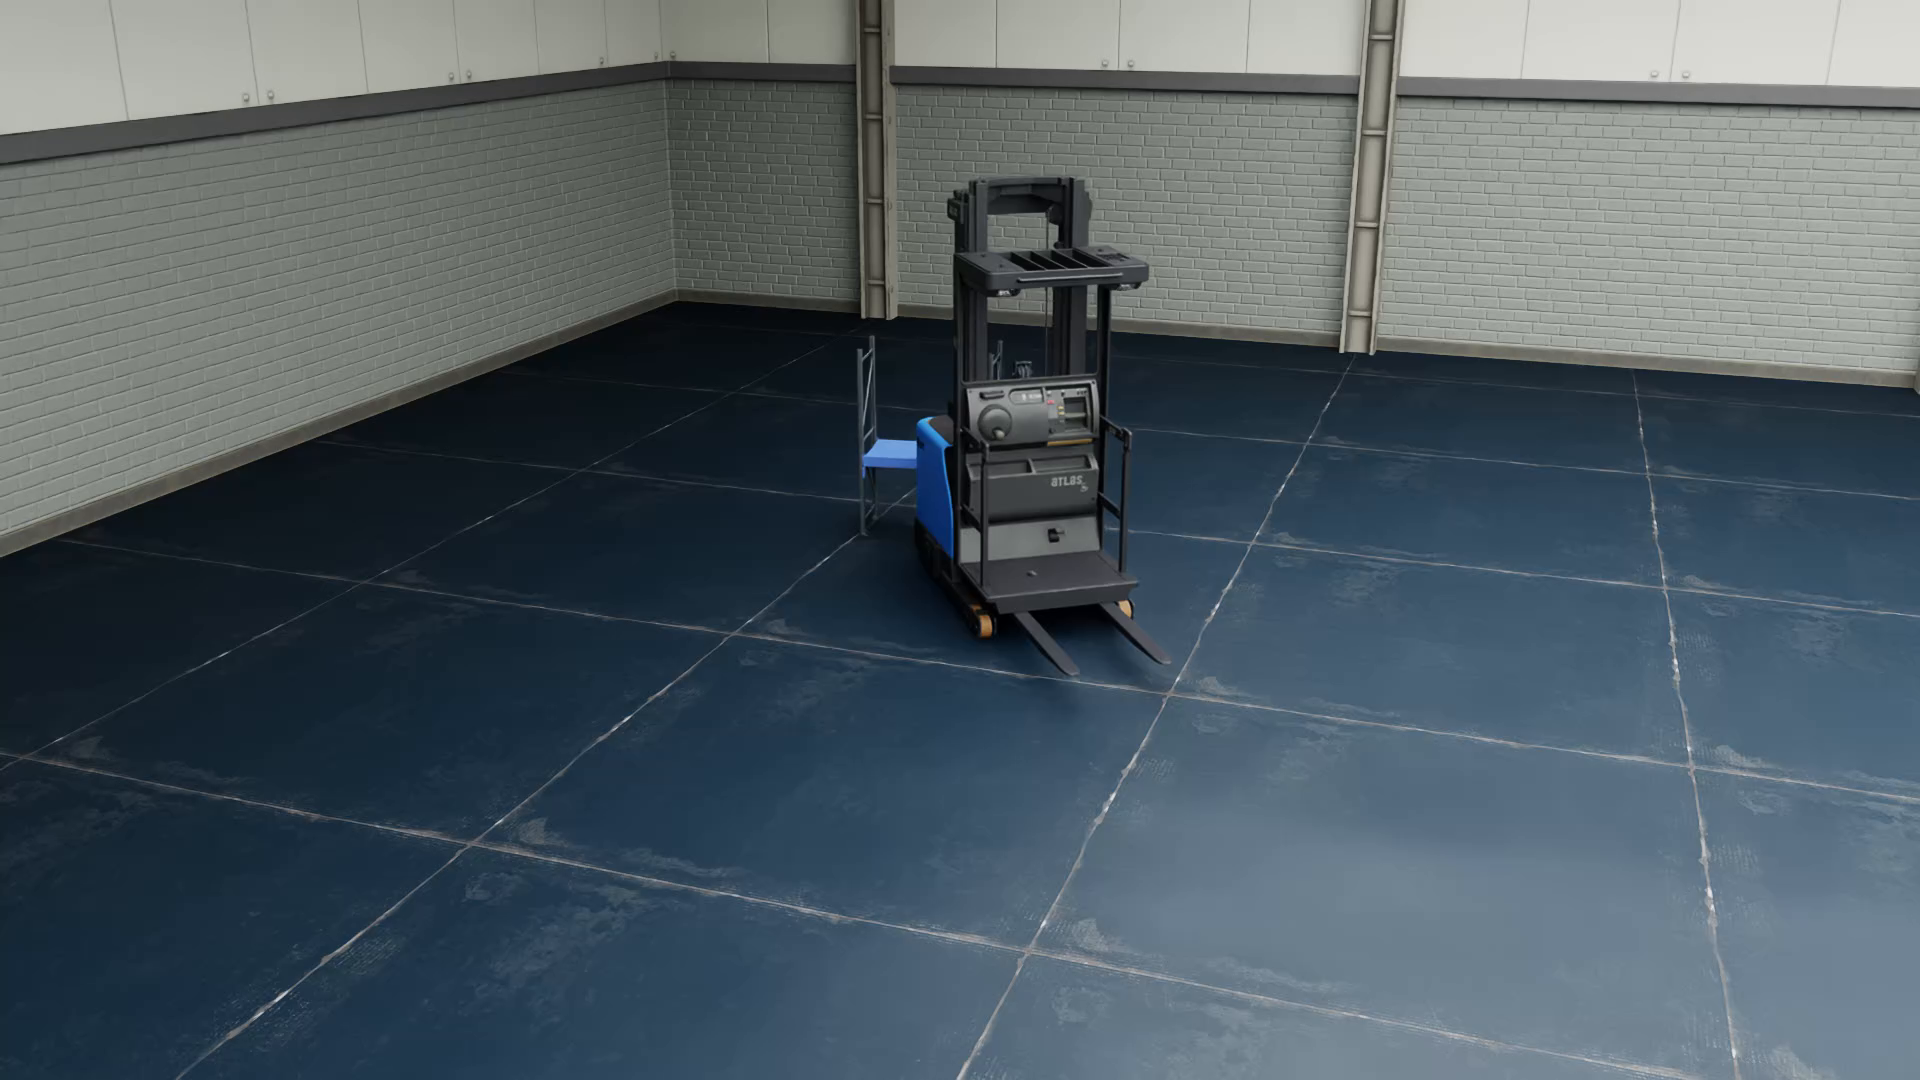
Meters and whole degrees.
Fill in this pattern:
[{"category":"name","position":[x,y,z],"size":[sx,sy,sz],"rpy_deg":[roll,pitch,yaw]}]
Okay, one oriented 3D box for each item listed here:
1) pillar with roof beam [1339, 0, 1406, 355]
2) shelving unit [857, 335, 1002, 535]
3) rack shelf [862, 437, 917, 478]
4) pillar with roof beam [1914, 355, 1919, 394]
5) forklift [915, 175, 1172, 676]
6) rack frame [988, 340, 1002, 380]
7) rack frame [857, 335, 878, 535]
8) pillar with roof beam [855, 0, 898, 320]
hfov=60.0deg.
[{"category":"pillar with roof beam","position":[3.228,-5.116,14.082],"size":[0.400,9.000,9.100],"rpy_deg":[7,20,18]},{"category":"shelving unit","position":[-0.231,-0.802,13.098],"size":[1.048,1.500,0.538],"rpy_deg":[3,19,9]},{"category":"rack shelf","position":[-0.231,-0.632,13.157],"size":[1.000,0.185,0.538],"rpy_deg":[3,19,9]},{"category":"pillar with roof beam","position":[8.895,-4.468,12.223],"size":[0.400,9.000,9.100],"rpy_deg":[7,20,18]},{"category":"forklift","position":[0.559,-0.865,11.105],"size":[1.130,2.935,3.031],"rpy_deg":[-5,20,-15]},{"category":"rack frame","position":[0.271,-0.775,13.020],"size":[0.032,1.500,0.500],"rpy_deg":[3,19,9]},{"category":"rack frame","position":[-0.732,-0.829,13.177],"size":[0.032,1.500,0.500],"rpy_deg":[3,19,9]},{"category":"pillar with roof beam","position":[-2.440,-5.764,15.941],"size":[0.400,9.000,9.100],"rpy_deg":[7,20,18]}]
